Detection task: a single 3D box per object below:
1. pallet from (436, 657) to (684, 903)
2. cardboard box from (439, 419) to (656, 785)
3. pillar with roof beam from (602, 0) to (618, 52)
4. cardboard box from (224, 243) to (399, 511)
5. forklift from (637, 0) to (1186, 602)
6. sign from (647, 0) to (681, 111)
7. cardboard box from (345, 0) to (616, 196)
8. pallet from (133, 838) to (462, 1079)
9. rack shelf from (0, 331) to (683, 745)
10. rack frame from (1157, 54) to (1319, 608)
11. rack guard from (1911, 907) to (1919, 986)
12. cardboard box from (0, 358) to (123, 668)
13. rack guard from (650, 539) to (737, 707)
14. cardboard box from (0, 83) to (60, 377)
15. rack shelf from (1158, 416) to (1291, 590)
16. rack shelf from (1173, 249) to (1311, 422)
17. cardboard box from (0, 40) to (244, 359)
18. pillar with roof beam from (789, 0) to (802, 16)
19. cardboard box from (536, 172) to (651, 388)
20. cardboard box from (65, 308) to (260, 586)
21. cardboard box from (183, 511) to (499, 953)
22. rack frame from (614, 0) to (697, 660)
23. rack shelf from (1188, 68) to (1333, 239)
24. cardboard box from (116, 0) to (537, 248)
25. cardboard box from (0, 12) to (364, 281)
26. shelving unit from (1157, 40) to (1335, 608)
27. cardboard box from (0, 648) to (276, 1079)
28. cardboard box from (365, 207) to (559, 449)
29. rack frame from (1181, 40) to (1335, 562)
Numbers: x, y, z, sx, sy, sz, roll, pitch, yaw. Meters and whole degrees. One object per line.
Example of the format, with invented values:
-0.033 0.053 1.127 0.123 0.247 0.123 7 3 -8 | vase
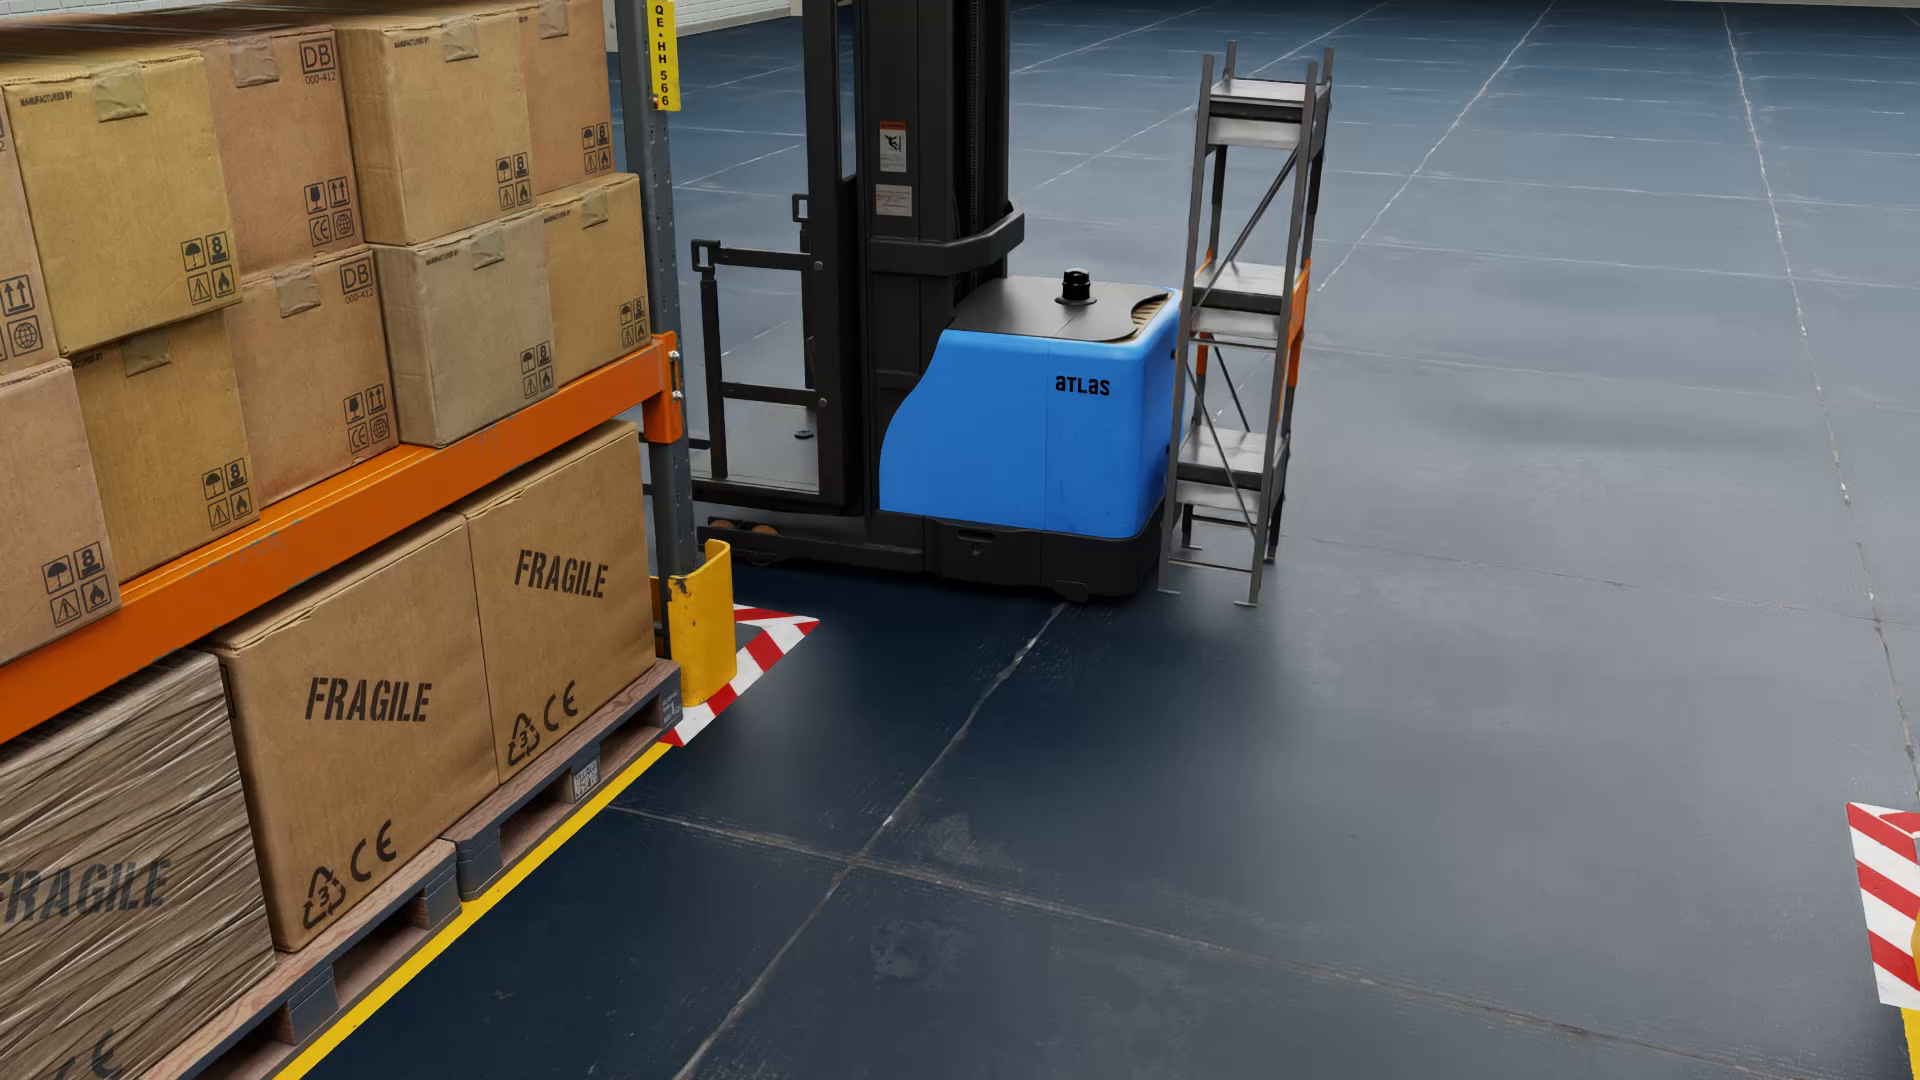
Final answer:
-1.635 0.659 5.398 1.003 0.211 1.213 9 24 20 | pallet
-1.601 0.114 5.297 0.875 0.875 0.875 9 24 20 | cardboard box
-1.067 -10.780 21.382 9.100 9.000 0.400 9 24 20 | pillar with roof beam
-2.015 -0.472 4.294 0.875 0.550 0.550 9 24 20 | cardboard box
-0.594 -1.429 6.867 3.031 2.935 1.130 7 24 17 | forklift
-0.912 -1.486 5.105 0.100 0.325 0.005 9 24 20 | sign
-1.585 -1.365 5.030 0.875 0.550 0.550 9 24 20 | cardboard box
-2.090 1.094 4.356 1.003 0.211 1.213 9 24 20 | pallet
-2.154 0.123 3.997 1.077 0.370 4.000 9 24 20 | rack shelf
1.021 -0.725 6.244 0.400 2.100 0.015 9 24 16 | rack frame
3.129 1.002 4.202 1.175 0.500 0.348 9 24 20 | rack guard
-2.278 -0.073 3.338 0.875 0.550 0.550 9 24 20 | cardboard box
-1.402 0.220 6.074 1.175 0.500 0.348 9 24 20 | rack guard
-2.303 -0.575 3.139 0.875 0.550 0.550 9 24 20 | cardboard box
1.075 -0.160 6.739 0.431 0.518 0.480 9 24 16 | rack shelf
1.098 -0.802 6.463 0.431 0.518 0.480 9 24 16 | rack shelf
-2.114 -0.766 3.596 0.875 0.550 0.500 9 24 20 | cardboard box
1.162 -12.927 26.522 9.100 9.000 0.400 9 24 20 | pillar with roof beam
-1.507 -0.855 5.210 0.875 0.550 0.550 9 24 20 | cardboard box
-2.174 -0.277 3.826 0.875 0.550 0.500 9 24 20 | cardboard box
-1.926 0.429 4.542 0.875 0.875 0.875 8 24 19 | cardboard box
-1.411 -0.925 5.572 1.000 3.000 0.127 9 24 20 | rack frame
1.120 -1.445 6.186 0.431 0.518 0.480 9 24 16 | rack shelf
-1.703 -1.155 4.528 0.875 0.550 0.550 9 24 20 | cardboard box
-2.037 -0.974 4.094 0.875 0.550 0.550 9 24 20 | cardboard box
1.098 -0.815 6.457 0.431 2.100 0.503 9 24 16 | shelving unit
-2.267 0.755 3.762 0.875 0.875 0.875 9 24 20 | cardboard box
-1.691 -0.655 4.731 0.875 0.550 0.550 9 24 20 | cardboard box
1.174 -0.904 6.671 0.400 2.100 0.015 9 24 16 | rack frame
